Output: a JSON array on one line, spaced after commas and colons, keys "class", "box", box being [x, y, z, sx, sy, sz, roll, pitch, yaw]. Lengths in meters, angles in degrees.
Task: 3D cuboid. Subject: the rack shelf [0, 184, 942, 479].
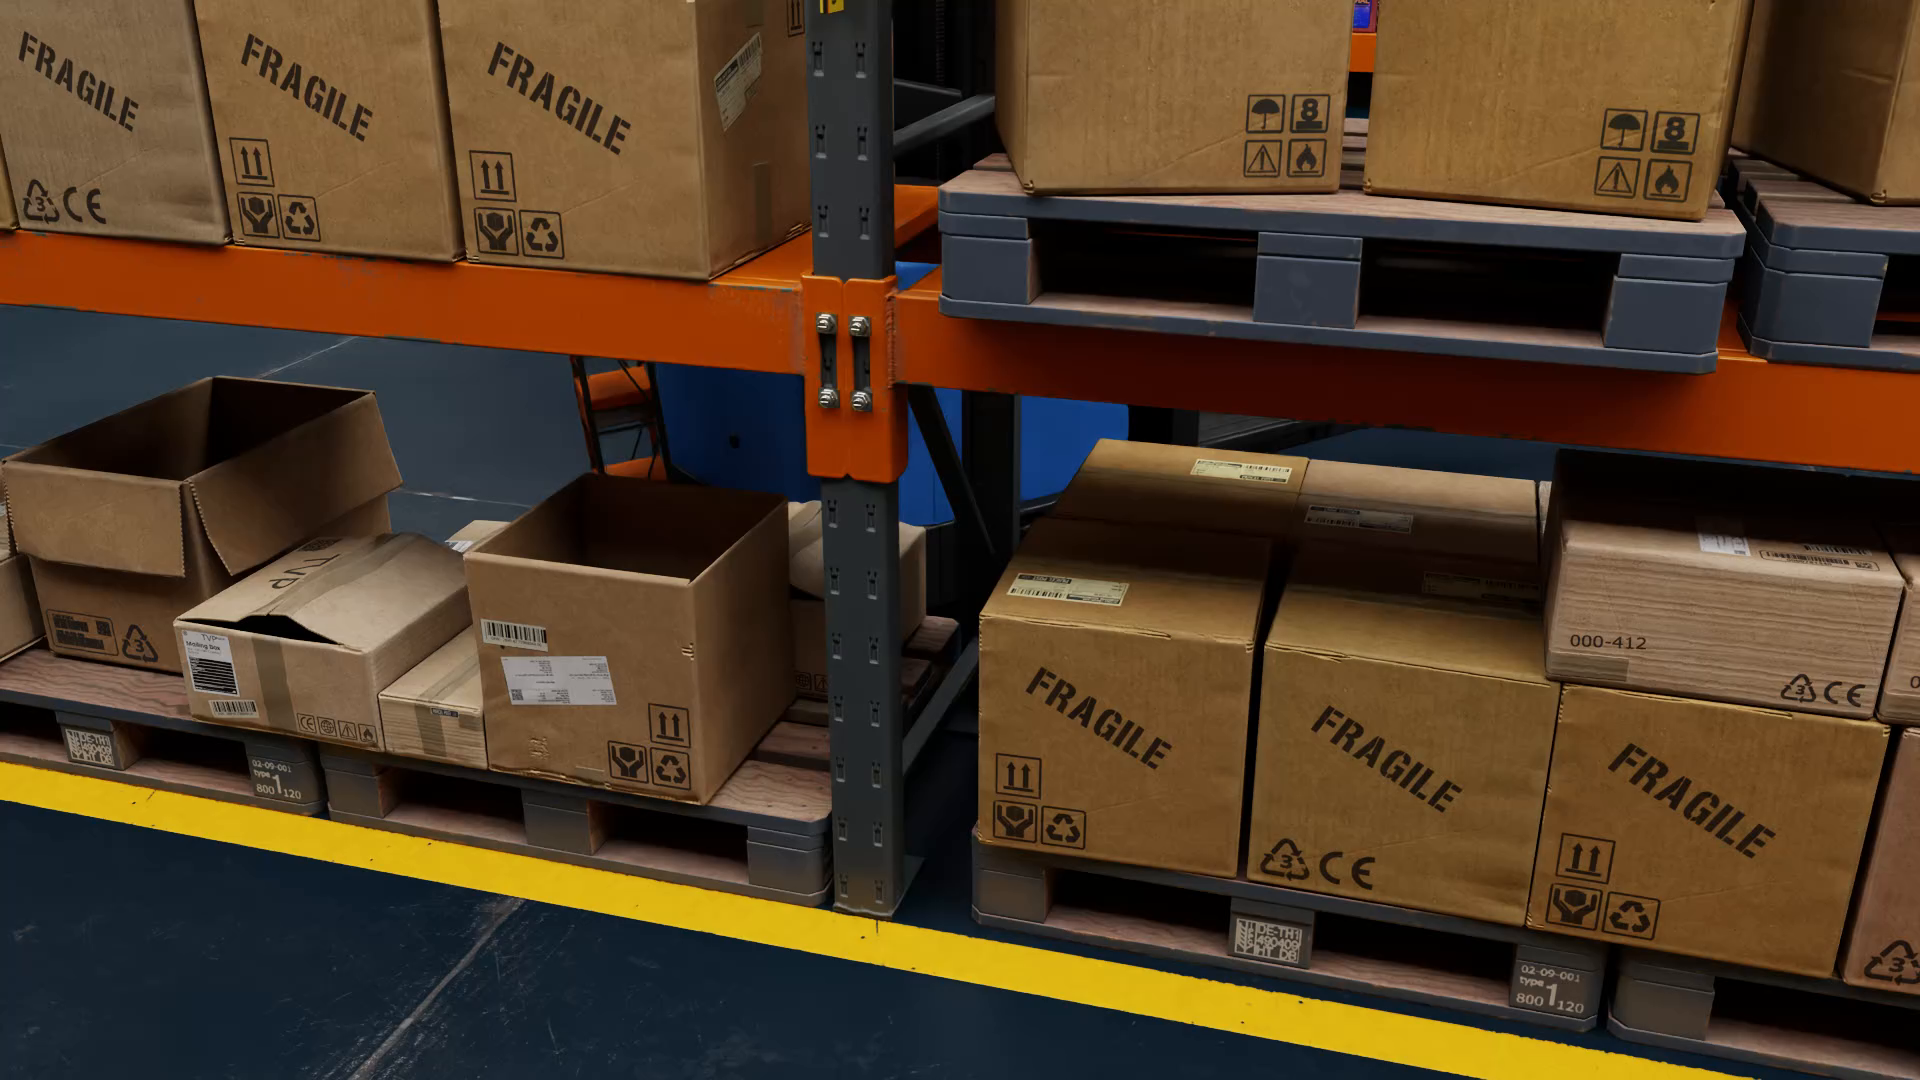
[{"class": "rack shelf", "box": [-1.970, -0.686, 3.938, 4.000, 0.370, 1.077, 7, 23, 16]}]

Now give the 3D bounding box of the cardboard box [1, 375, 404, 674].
[{"class": "cardboard box", "box": [-1.856, -0.052, 4.155, 0.637, 0.503, 0.797, 7, 23, 16]}]

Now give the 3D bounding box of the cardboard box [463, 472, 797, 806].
[{"class": "cardboard box", "box": [-0.683, 0.194, 3.559, 0.500, 0.500, 0.500, 7, 23, 16]}]

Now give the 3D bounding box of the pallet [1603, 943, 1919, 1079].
[{"class": "pallet", "box": [1.906, 0.699, 3.288, 1.213, 0.211, 1.003, 7, 23, 16]}]

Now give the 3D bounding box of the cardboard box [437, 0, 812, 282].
[{"class": "cardboard box", "box": [-0.608, -0.808, 3.154, 0.500, 0.500, 0.500, 7, 23, 16]}]

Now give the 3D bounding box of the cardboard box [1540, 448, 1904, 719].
[{"class": "cardboard box", "box": [1.295, 0.057, 2.903, 0.500, 0.250, 0.500, 7, 23, 16]}]

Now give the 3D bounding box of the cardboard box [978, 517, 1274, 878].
[{"class": "cardboard box", "box": [0.337, 0.295, 3.313, 0.500, 0.500, 0.500, 5, 23, 13]}]

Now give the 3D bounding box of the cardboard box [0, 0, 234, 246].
[{"class": "cardboard box", "box": [-1.595, -0.919, 3.426, 0.500, 0.500, 0.500, 7, 23, 17]}]

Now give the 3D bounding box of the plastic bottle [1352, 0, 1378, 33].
[{"class": "plastic bottle", "box": [1.734, -2.335, 7.164, 0.133, 0.283, 0.061, 7, 23, 16]}]

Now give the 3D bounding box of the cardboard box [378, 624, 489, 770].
[{"class": "cardboard box", "box": [-1.059, 0.337, 3.673, 0.250, 0.149, 0.380, 7, 23, 16]}]

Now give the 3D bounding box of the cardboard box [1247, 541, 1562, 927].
[{"class": "cardboard box", "box": [0.851, 0.349, 3.180, 0.500, 0.500, 0.500, 7, 23, 16]}]

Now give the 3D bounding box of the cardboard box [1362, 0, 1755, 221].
[{"class": "cardboard box", "box": [1.010, -0.855, 2.716, 0.500, 0.500, 0.700, 10, 25, 24]}]

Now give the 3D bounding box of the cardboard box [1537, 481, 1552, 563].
[{"class": "cardboard box", "box": [1.451, 0.216, 3.506, 0.500, 0.500, 0.500, 7, 23, 16]}]

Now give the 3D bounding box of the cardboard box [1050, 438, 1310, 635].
[{"class": "cardboard box", "box": [0.500, 0.103, 3.780, 0.500, 0.500, 0.500, 6, 23, 15]}]

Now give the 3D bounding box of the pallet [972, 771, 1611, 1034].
[{"class": "pallet", "box": [0.734, 0.566, 3.612, 1.213, 0.211, 1.003, 7, 23, 16]}]

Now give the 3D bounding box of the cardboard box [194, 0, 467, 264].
[{"class": "cardboard box", "box": [-1.102, -0.864, 3.291, 0.500, 0.500, 0.500, 7, 23, 17]}]

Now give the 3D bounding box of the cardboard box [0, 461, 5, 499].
[{"class": "cardboard box", "box": [-2.392, -0.084, 4.567, 0.500, 0.250, 0.500, 7, 23, 16]}]

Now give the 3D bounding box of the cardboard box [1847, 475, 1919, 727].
[{"class": "cardboard box", "box": [1.775, 0.112, 2.770, 0.500, 0.250, 0.500, 6, 23, 14]}]

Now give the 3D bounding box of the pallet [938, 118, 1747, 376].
[{"class": "pallet", "box": [0.678, -0.584, 2.993, 1.213, 0.211, 1.003, 7, 23, 16]}]

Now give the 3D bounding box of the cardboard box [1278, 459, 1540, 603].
[{"class": "cardboard box", "box": [0.971, 0.160, 3.640, 0.500, 0.500, 0.500, 7, 23, 16]}]

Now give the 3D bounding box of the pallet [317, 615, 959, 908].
[{"class": "pallet", "box": [-0.713, 0.415, 3.981, 1.213, 0.211, 1.003, 7, 23, 16]}]

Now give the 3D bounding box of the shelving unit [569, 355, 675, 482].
[{"class": "shelving unit", "box": [-0.960, -0.350, 4.716, 0.215, 1.050, 0.252, -13, 25, -15]}]

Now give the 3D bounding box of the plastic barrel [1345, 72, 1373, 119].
[{"class": "plastic barrel", "box": [1.895, -1.757, 7.812, 0.708, 0.901, 0.600, 7, 23, 16]}]

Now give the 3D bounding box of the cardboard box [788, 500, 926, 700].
[{"class": "cardboard box", "box": [-0.395, 0.116, 3.998, 0.500, 0.311, 0.500, 7, 23, 16]}]

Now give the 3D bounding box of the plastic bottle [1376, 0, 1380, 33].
[{"class": "plastic bottle", "box": [1.850, -2.291, 7.165, 0.097, 0.201, 0.097, 0, 22, 0]}]

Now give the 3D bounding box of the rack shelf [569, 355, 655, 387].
[{"class": "rack shelf", "box": [-0.986, -0.598, 4.605, 0.215, 0.259, 0.240, -13, 25, -15]}]

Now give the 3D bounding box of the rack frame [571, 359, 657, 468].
[{"class": "rack frame", "box": [-1.000, -0.394, 4.823, 0.200, 1.050, 0.008, -13, 25, -15]}]

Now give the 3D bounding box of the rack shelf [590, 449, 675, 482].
[{"class": "rack shelf", "box": [-0.933, -0.088, 4.833, 0.215, 0.259, 0.240, -13, 25, -15]}]

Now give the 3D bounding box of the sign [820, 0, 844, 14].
[{"class": "sign", "box": [-0.205, -1.002, 2.620, 0.005, 0.325, 0.100, 7, 23, 16]}]

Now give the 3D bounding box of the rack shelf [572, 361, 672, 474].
[{"class": "rack shelf", "box": [-0.959, -0.340, 4.720, 0.215, 0.259, 0.240, -13, 25, -15]}]

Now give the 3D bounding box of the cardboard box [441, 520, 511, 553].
[{"class": "cardboard box", "box": [-1.226, 0.092, 4.247, 0.250, 0.166, 0.380, 7, 23, 16]}]

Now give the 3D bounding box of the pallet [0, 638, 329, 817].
[{"class": "pallet", "box": [-1.884, 0.282, 4.305, 1.213, 0.211, 1.003, 7, 23, 16]}]

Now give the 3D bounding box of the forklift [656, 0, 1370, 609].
[{"class": "forklift", "box": [0.568, -1.518, 5.110, 3.031, 2.935, 1.130, -15, 27, -32]}]

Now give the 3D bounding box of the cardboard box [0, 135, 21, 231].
[{"class": "cardboard box", "box": [-2.083, -0.974, 3.560, 0.500, 0.500, 0.500, 7, 23, 16]}]

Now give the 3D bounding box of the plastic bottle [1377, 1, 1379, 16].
[{"class": "plastic bottle", "box": [1.969, -2.579, 7.866, 0.097, 0.201, 0.097, 0, 22, 0]}]

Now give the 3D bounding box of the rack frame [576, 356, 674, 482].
[{"class": "rack frame", "box": [-0.921, -0.306, 4.609, 0.200, 1.050, 0.008, -13, 25, -15]}]

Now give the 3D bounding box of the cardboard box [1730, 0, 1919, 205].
[{"class": "cardboard box", "box": [1.654, -0.869, 2.751, 0.500, 0.500, 0.700, 1, 22, 2]}]

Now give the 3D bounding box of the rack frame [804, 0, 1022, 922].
[{"class": "rack frame", "box": [-0.055, -0.800, 3.267, 0.127, 3.000, 1.000, 7, 23, 16]}]

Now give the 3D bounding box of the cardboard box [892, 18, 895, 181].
[{"class": "cardboard box", "box": [-0.465, -1.001, 3.626, 0.500, 0.500, 0.500, 7, 23, 17]}]

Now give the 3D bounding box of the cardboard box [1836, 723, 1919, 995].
[{"class": "cardboard box", "box": [1.811, 0.462, 2.904, 0.500, 0.500, 0.500, 6, 23, 14]}]

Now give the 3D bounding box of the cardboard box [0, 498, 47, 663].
[{"class": "cardboard box", "box": [-2.489, 0.103, 4.111, 0.500, 0.250, 0.500, 7, 23, 16]}]

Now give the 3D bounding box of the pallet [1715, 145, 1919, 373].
[{"class": "pallet", "box": [1.911, -0.484, 2.750, 1.213, 0.211, 1.003, 7, 23, 16]}]

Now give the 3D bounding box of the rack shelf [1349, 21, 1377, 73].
[{"class": "rack shelf", "box": [3.294, -2.047, 7.256, 4.000, 0.370, 1.077, 7, 23, 16]}]

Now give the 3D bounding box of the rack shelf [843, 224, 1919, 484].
[{"class": "rack shelf", "box": [1.859, -0.248, 2.869, 4.000, 0.370, 1.077, 7, 23, 16]}]

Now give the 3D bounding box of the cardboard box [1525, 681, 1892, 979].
[{"class": "cardboard box", "box": [1.327, 0.407, 3.040, 0.500, 0.500, 0.500, 7, 23, 16]}]

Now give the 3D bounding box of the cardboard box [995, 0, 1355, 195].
[{"class": "cardboard box", "box": [0.333, -0.907, 2.844, 0.500, 0.500, 0.700, -1, 22, -3]}]

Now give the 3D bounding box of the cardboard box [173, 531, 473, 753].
[{"class": "cardboard box", "box": [-1.401, 0.199, 3.795, 0.500, 0.311, 0.500, 7, 23, 16]}]
